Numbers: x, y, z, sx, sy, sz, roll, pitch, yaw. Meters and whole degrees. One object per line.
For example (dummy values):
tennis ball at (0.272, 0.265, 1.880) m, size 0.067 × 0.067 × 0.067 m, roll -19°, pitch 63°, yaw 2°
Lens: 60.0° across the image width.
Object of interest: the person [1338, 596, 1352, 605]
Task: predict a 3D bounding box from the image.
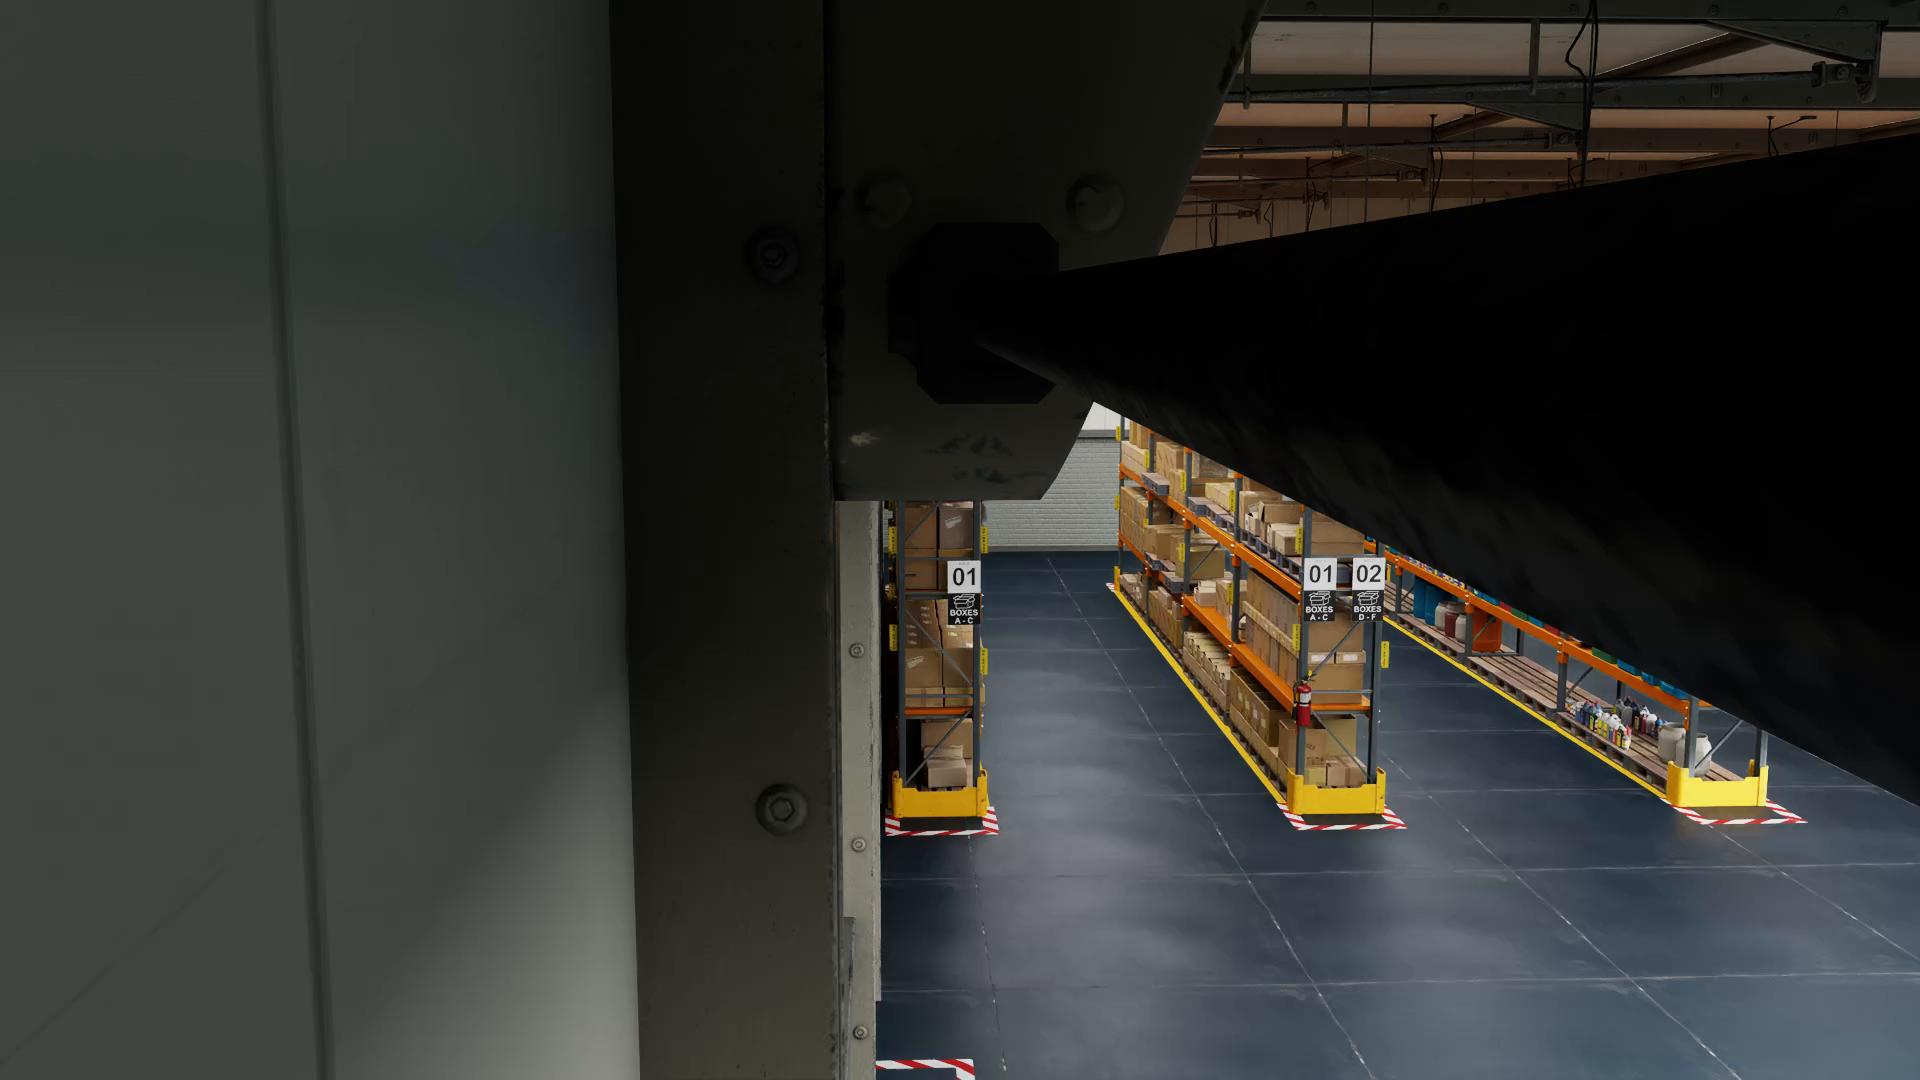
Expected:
person at (6.682, 1.359, 28.842) m, size 0.589 × 1.653 × 0.569 m, roll -2°, pitch 8°, yaw -11°
